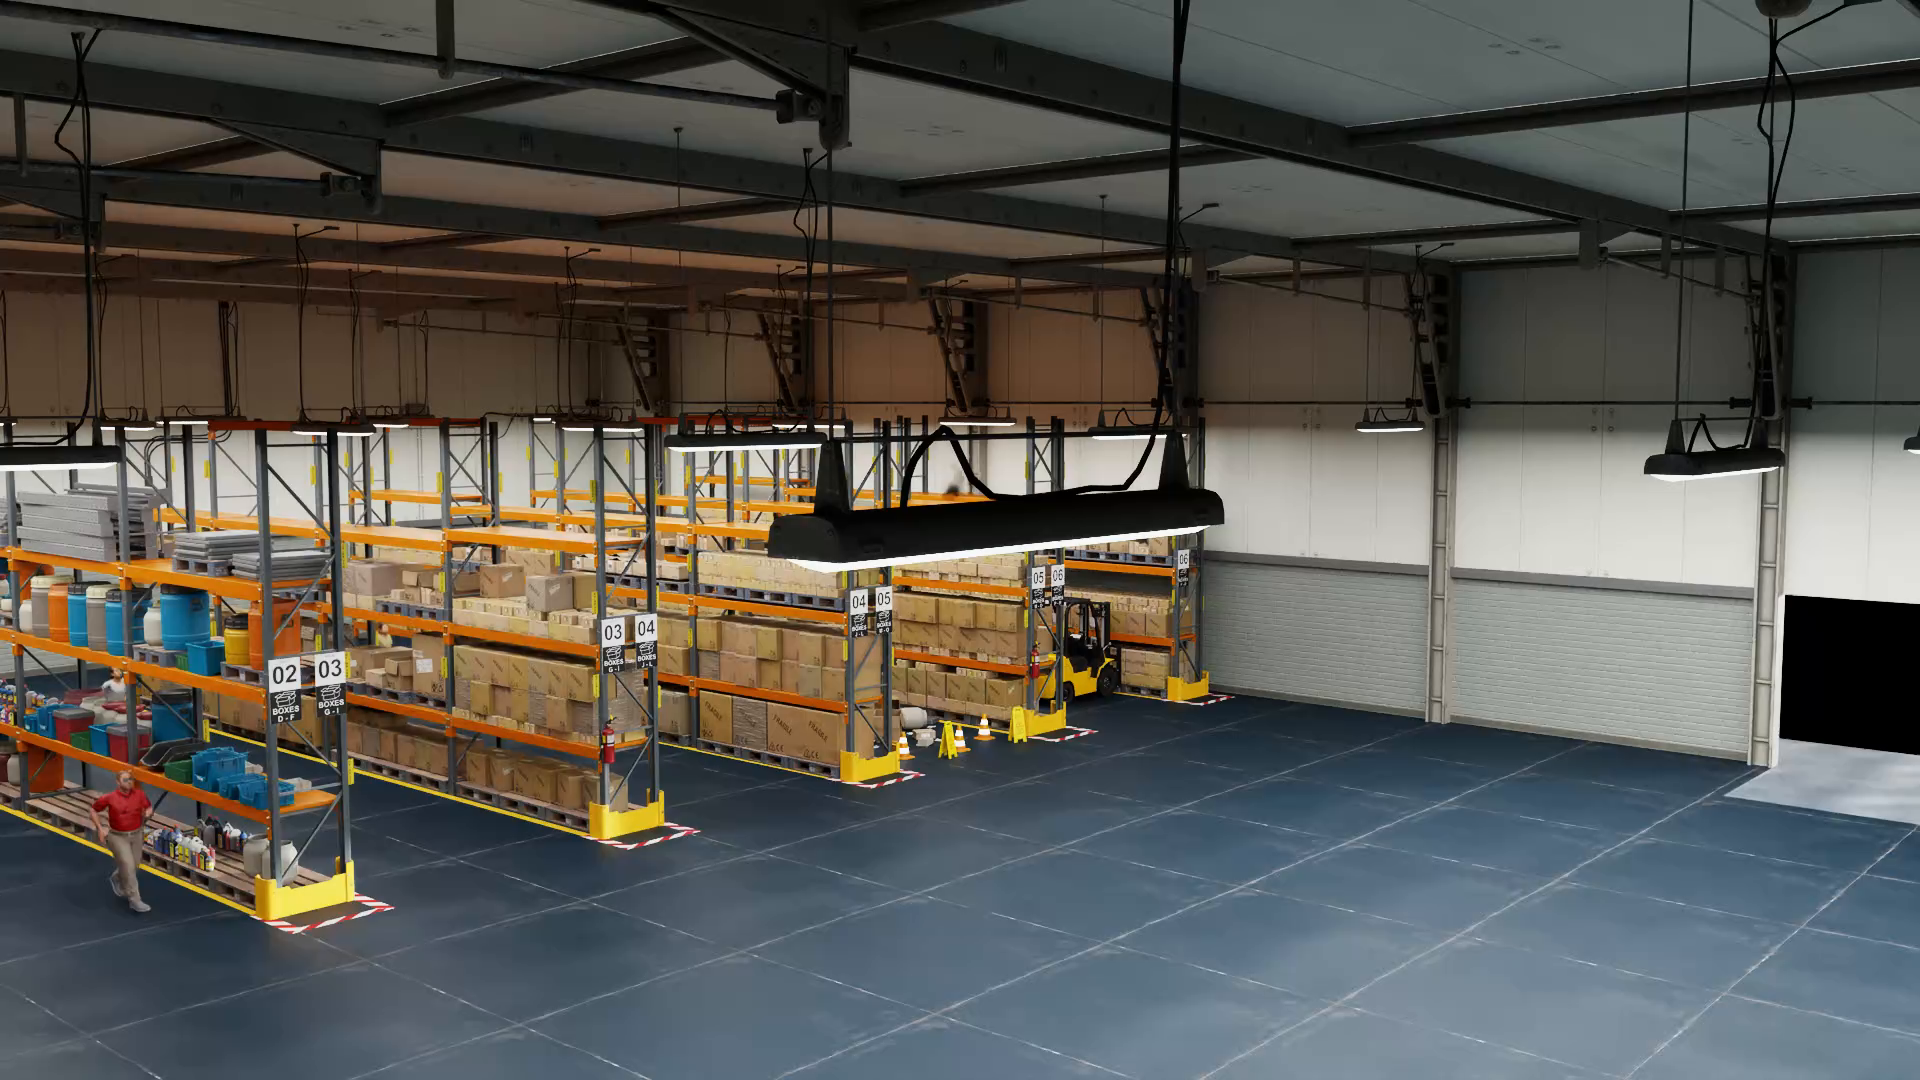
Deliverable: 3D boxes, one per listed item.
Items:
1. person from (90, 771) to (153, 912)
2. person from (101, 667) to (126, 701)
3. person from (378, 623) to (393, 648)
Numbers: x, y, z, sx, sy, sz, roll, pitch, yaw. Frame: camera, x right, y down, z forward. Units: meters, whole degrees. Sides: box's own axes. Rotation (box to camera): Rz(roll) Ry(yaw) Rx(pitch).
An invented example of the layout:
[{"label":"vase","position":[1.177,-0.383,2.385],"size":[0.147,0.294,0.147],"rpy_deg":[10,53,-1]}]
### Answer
[{"label":"person","position":[-10.431,3.721,20.774],"size":[0.974,1.713,0.663],"rpy_deg":[3,6,34]},{"label":"person","position":[-15.106,3.046,29.756],"size":[0.625,1.642,0.578],"rpy_deg":[3,6,34]},{"label":"person","position":[-12.142,2.560,35.109],"size":[0.973,1.641,0.584],"rpy_deg":[4,6,39]}]
